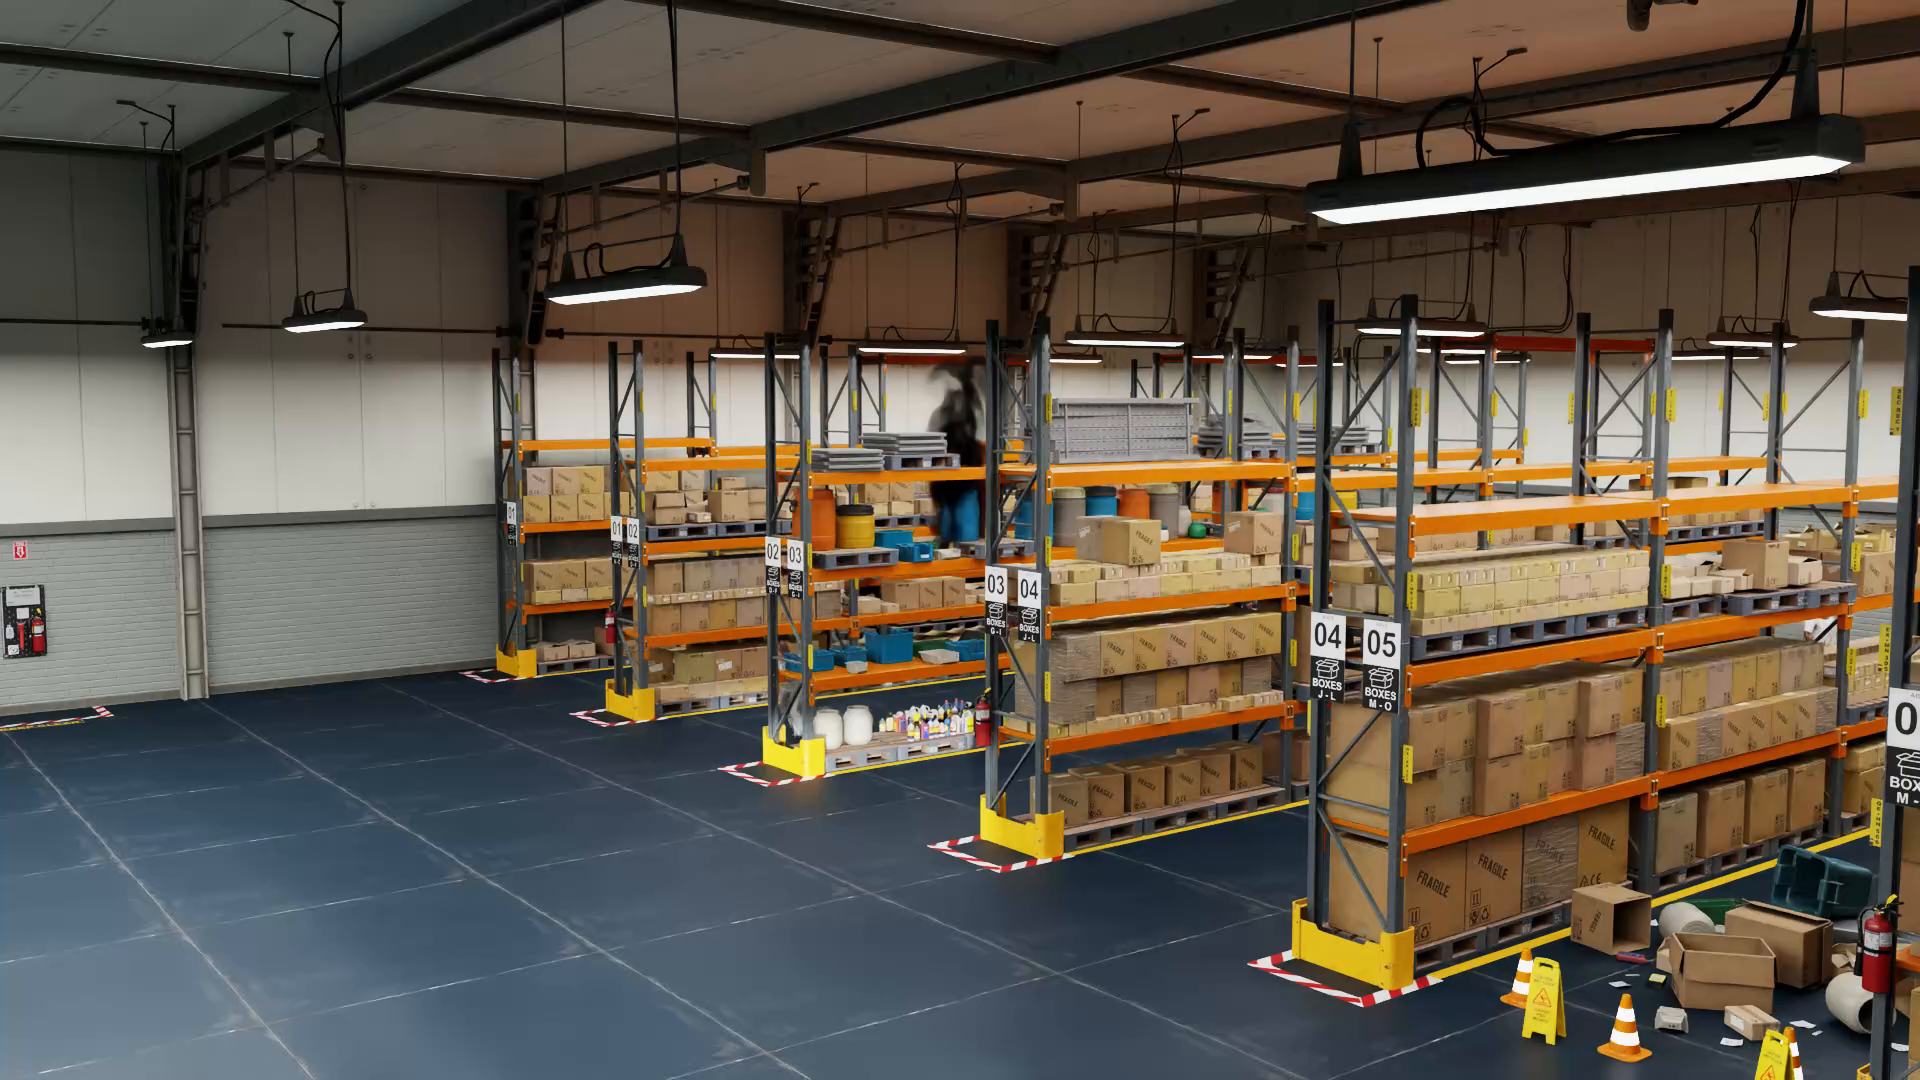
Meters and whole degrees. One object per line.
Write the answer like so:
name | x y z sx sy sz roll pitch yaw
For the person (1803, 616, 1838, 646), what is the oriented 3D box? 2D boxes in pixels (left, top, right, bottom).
person | 14.574 1.862 27.969 0.746 1.773 0.592 -1 5 -10

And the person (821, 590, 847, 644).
person | -2.533 1.522 32.144 0.841 1.713 0.609 -5 7 -44

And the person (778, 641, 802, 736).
person | -2.572 2.220 24.805 0.524 1.479 0.730 4 6 37
